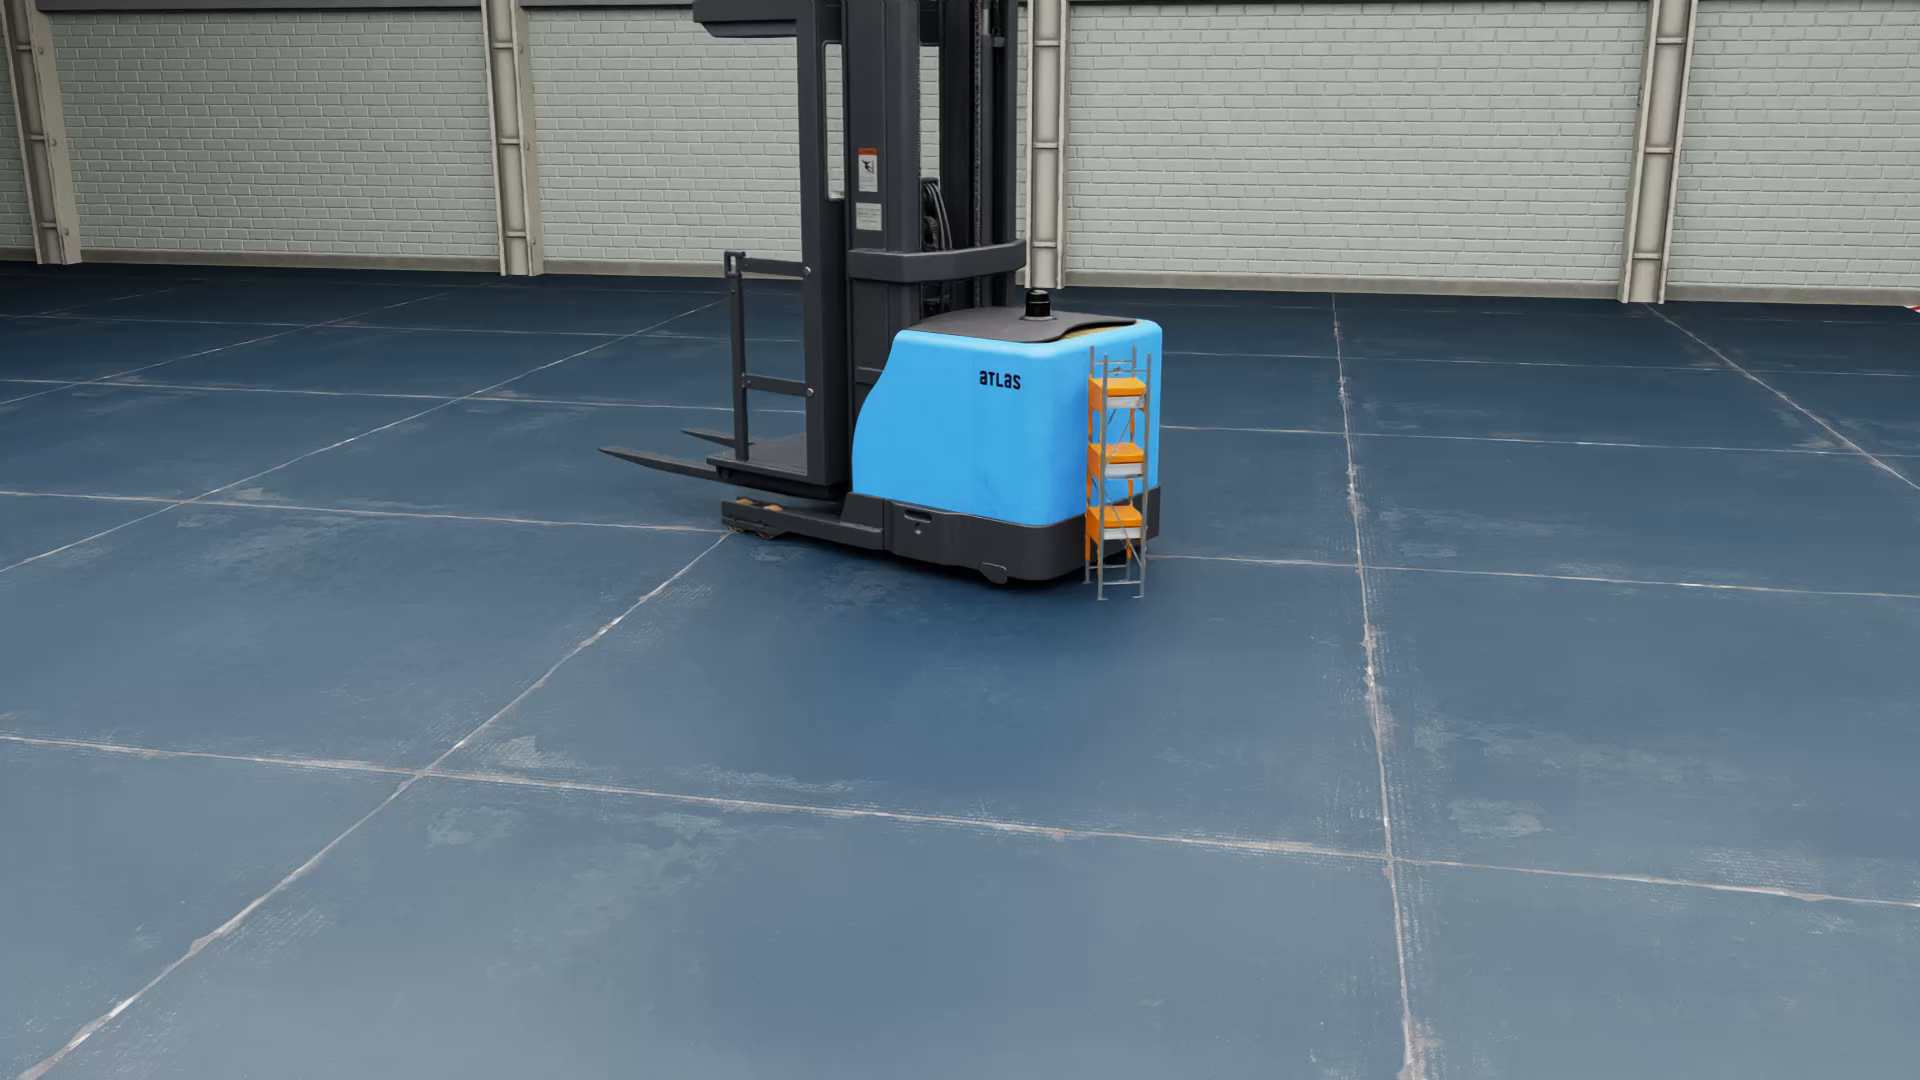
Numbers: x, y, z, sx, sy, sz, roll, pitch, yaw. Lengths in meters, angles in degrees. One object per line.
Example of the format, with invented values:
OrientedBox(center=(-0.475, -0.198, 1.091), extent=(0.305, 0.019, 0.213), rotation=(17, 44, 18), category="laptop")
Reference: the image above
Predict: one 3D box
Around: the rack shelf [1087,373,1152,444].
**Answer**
OrientedBox(center=(0.668, -0.551, 6.990), extent=(0.215, 0.259, 0.240), rotation=(-2, 16, -8), category="rack shelf")

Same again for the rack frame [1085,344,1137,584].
OrientedBox(center=(0.649, -0.319, 7.179), extent=(0.200, 1.050, 0.008), rotation=(-2, 16, -8), category="rack frame")

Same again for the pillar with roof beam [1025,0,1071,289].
OrientedBox(center=(0.052, -5.914, 12.484), extent=(0.400, 9.000, 9.100), rotation=(3, 16, 11), category="pillar with roof beam")

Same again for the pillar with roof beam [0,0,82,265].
OrientedBox(center=(-11.707, -6.552, 14.789), extent=(0.400, 9.000, 9.100), rotation=(3, 16, 11), category="pillar with roof beam")

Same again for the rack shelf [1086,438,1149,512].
OrientedBox(center=(0.668, -0.277, 7.065), extent=(0.215, 0.259, 0.240), rotation=(-2, 16, -8), category="rack shelf")

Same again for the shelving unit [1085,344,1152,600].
OrientedBox(center=(0.668, -0.287, 7.062), extent=(0.215, 1.050, 0.252), rotation=(-2, 16, -8), category="shelving unit")

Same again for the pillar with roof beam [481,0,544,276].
OrientedBox(center=(-5.827, -6.233, 13.637), extent=(0.400, 9.000, 9.100), rotation=(3, 16, 11), category="pillar with roof beam")

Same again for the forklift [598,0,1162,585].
OrientedBox(center=(-0.542, -1.514, 7.968), extent=(3.031, 2.935, 1.130), rotation=(12, 19, 36), category="forklift")

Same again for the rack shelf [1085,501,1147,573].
OrientedBox(center=(0.668, -0.009, 7.140), extent=(0.215, 0.259, 0.240), rotation=(-2, 16, -8), category="rack shelf")

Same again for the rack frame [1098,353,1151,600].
OrientedBox(center=(0.686, -0.255, 6.946), extent=(0.200, 1.050, 0.008), rotation=(-2, 16, -8), category="rack frame")

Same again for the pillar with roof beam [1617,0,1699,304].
OrientedBox(center=(5.932, -5.595, 11.332), extent=(0.400, 9.000, 9.100), rotation=(3, 16, 11), category="pillar with roof beam")
